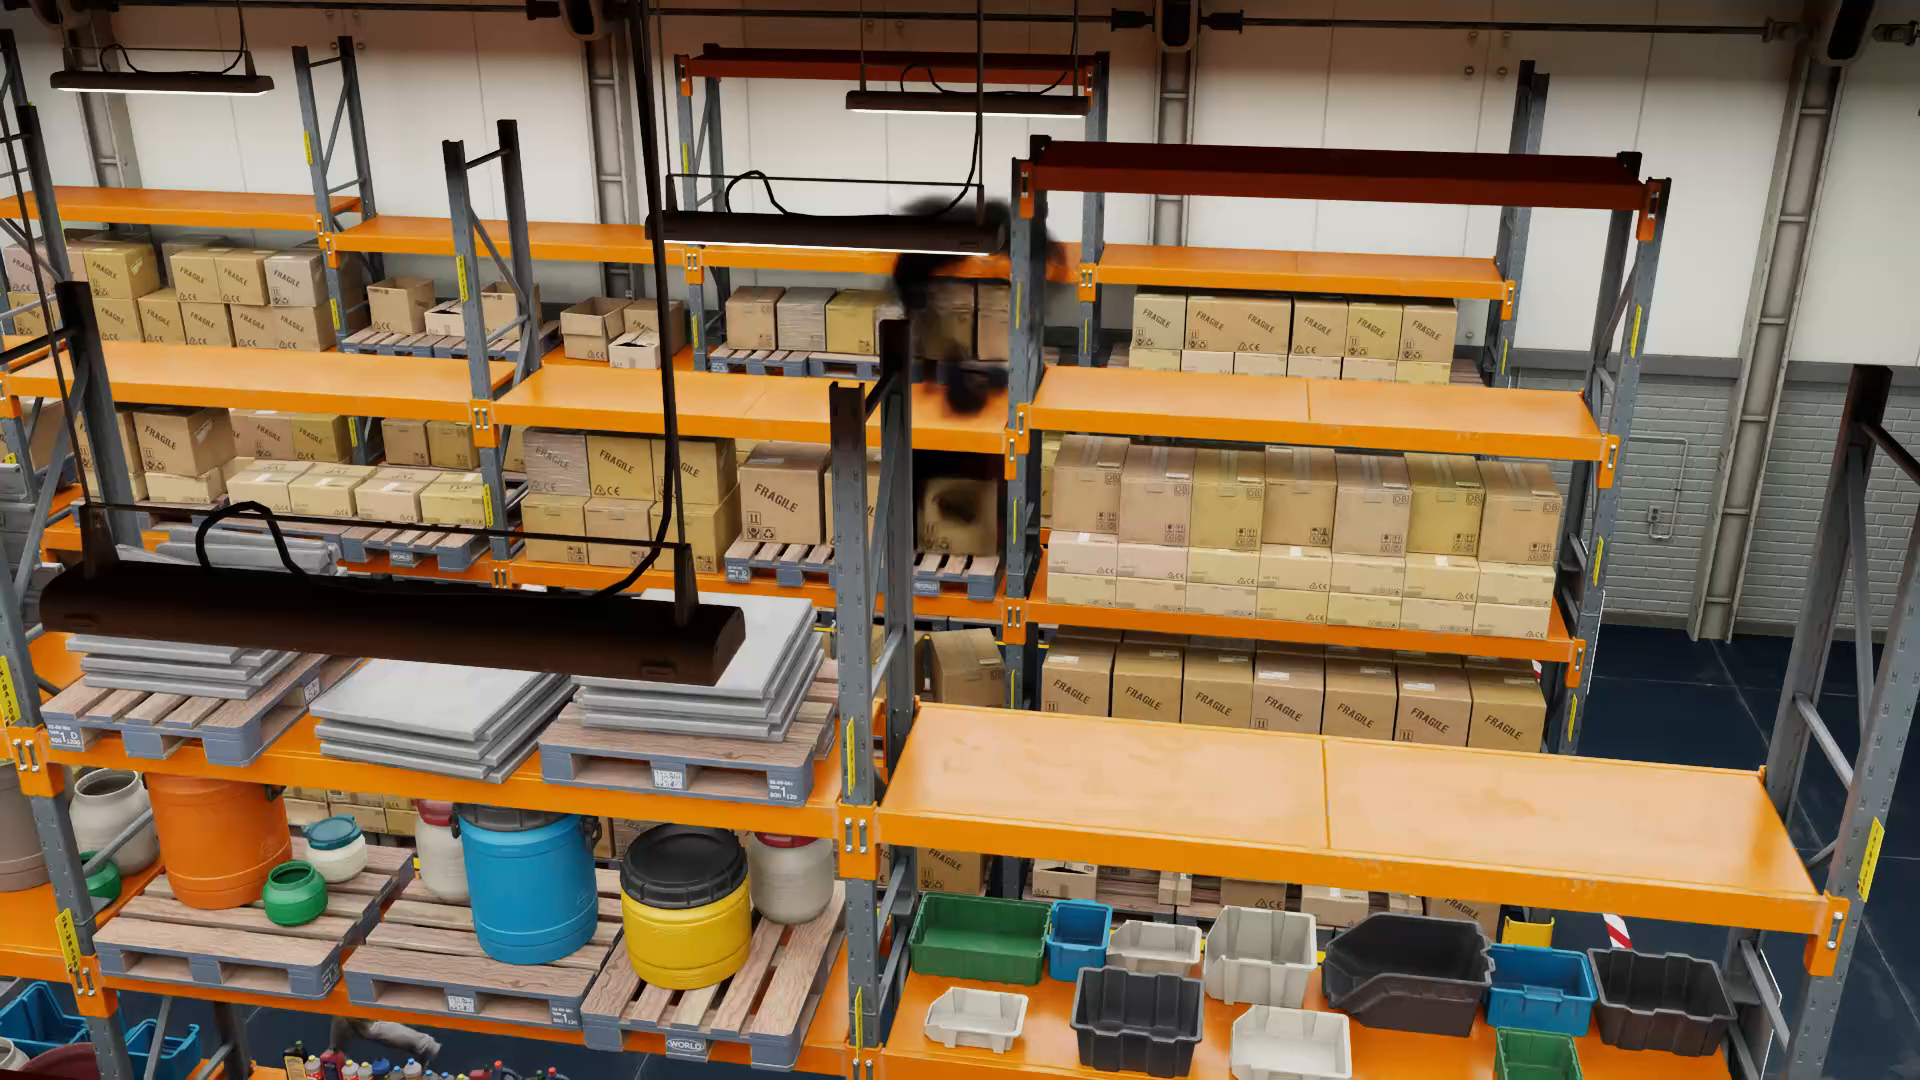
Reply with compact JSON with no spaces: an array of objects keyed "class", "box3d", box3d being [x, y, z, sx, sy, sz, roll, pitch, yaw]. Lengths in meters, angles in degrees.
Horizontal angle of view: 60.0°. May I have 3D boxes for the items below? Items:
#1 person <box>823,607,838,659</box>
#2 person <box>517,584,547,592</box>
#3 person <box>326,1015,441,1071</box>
[{"class":"person","box3d":[-1.043,0.804,16.336,0.723,1.654,0.625,0,23,0]},{"class":"person","box3d":[-4.010,0.959,16.095,0.886,1.571,0.694,-4,23,-10]},{"class":"person","box3d":[-4.033,2.954,11.228,1.069,1.754,0.699,5,24,12]}]
